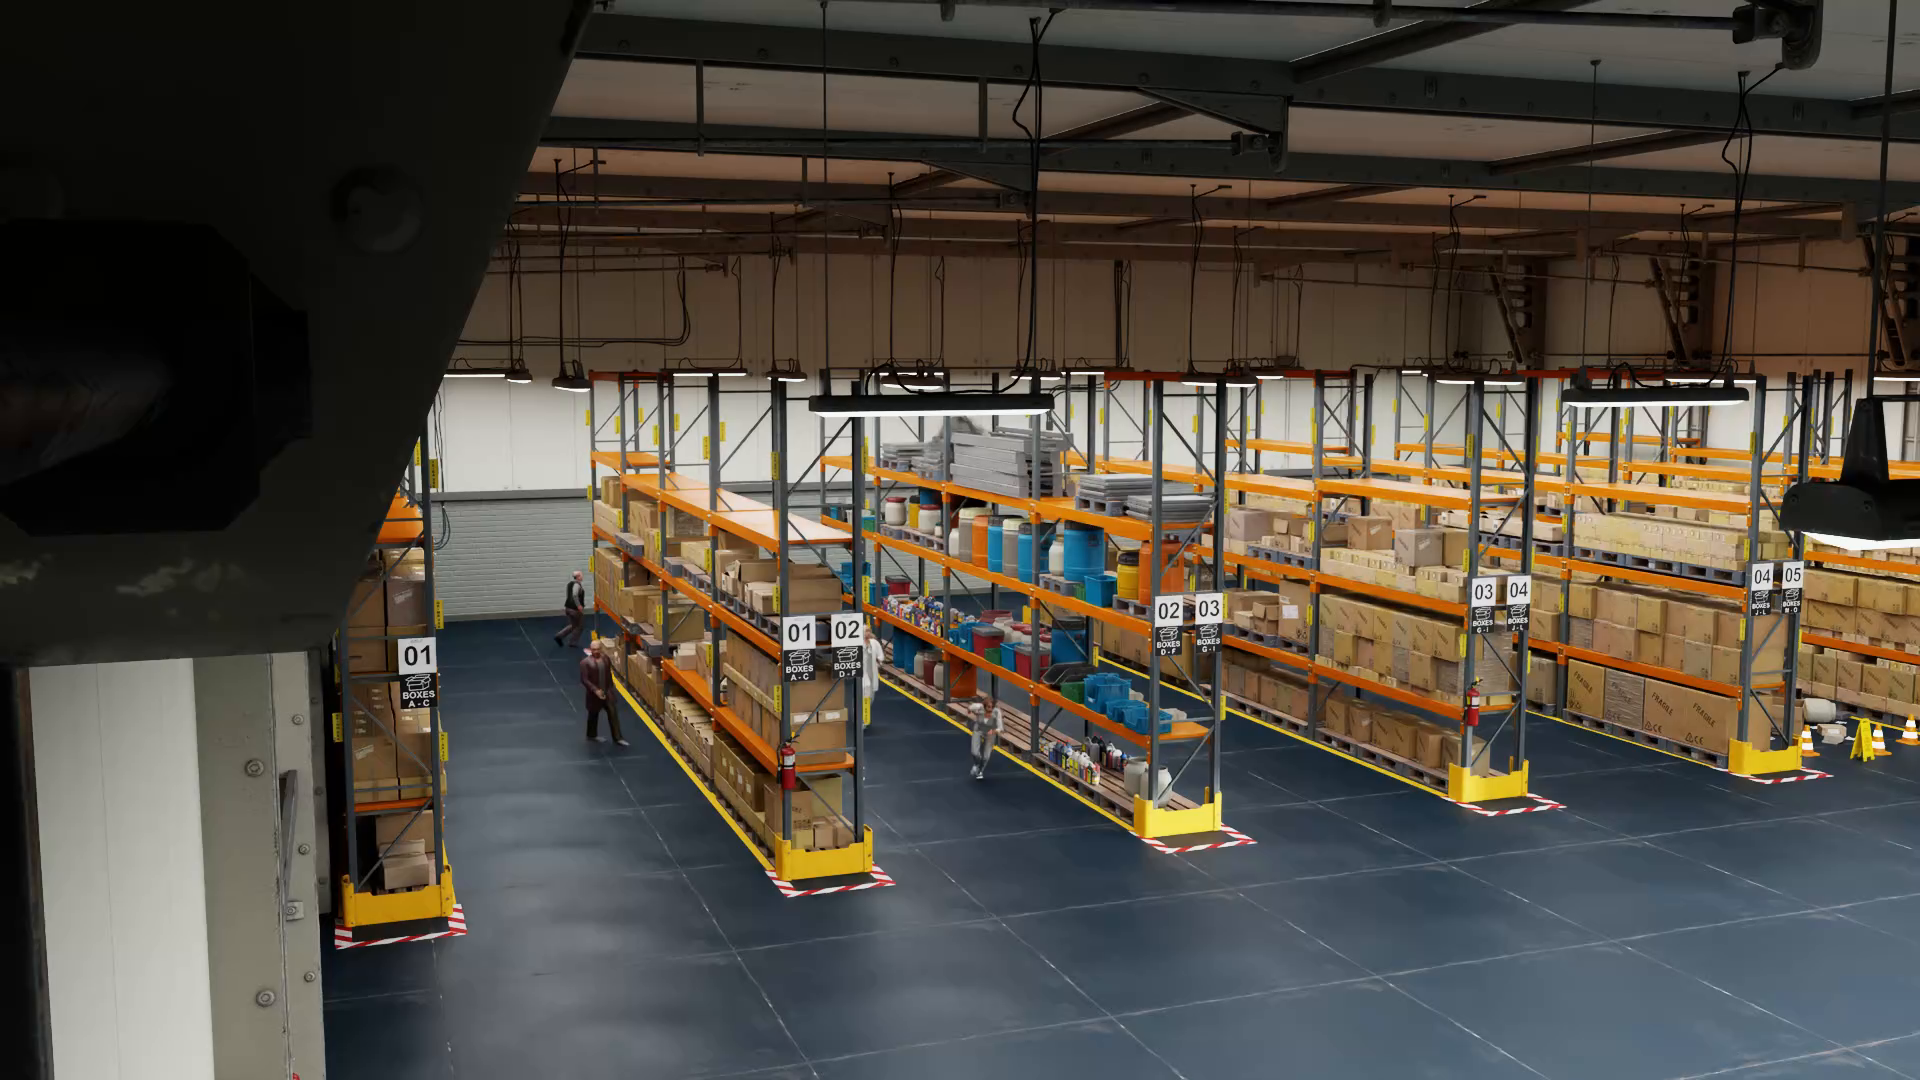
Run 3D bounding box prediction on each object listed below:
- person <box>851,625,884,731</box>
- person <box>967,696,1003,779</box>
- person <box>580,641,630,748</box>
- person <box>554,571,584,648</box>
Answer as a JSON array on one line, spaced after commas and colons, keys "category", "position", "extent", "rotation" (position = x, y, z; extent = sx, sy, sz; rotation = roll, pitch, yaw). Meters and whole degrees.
[{"category": "person", "position": [-1.589, 2.325, 28.073], "extent": [0.697, 1.790, 0.762], "rotation": [-4, 7, -31]}, {"category": "person", "position": [0.369, 2.917, 24.509], "extent": [0.534, 1.363, 0.919], "rotation": [0, 6, 1]}, {"category": "person", "position": [-5.750, 2.458, 26.629], "extent": [0.663, 1.727, 1.035], "rotation": [-5, 8, -40]}, {"category": "person", "position": [-8.395, 1.519, 35.772], "extent": [0.651, 1.698, 0.669], "rotation": [-5, 8, -39]}]
